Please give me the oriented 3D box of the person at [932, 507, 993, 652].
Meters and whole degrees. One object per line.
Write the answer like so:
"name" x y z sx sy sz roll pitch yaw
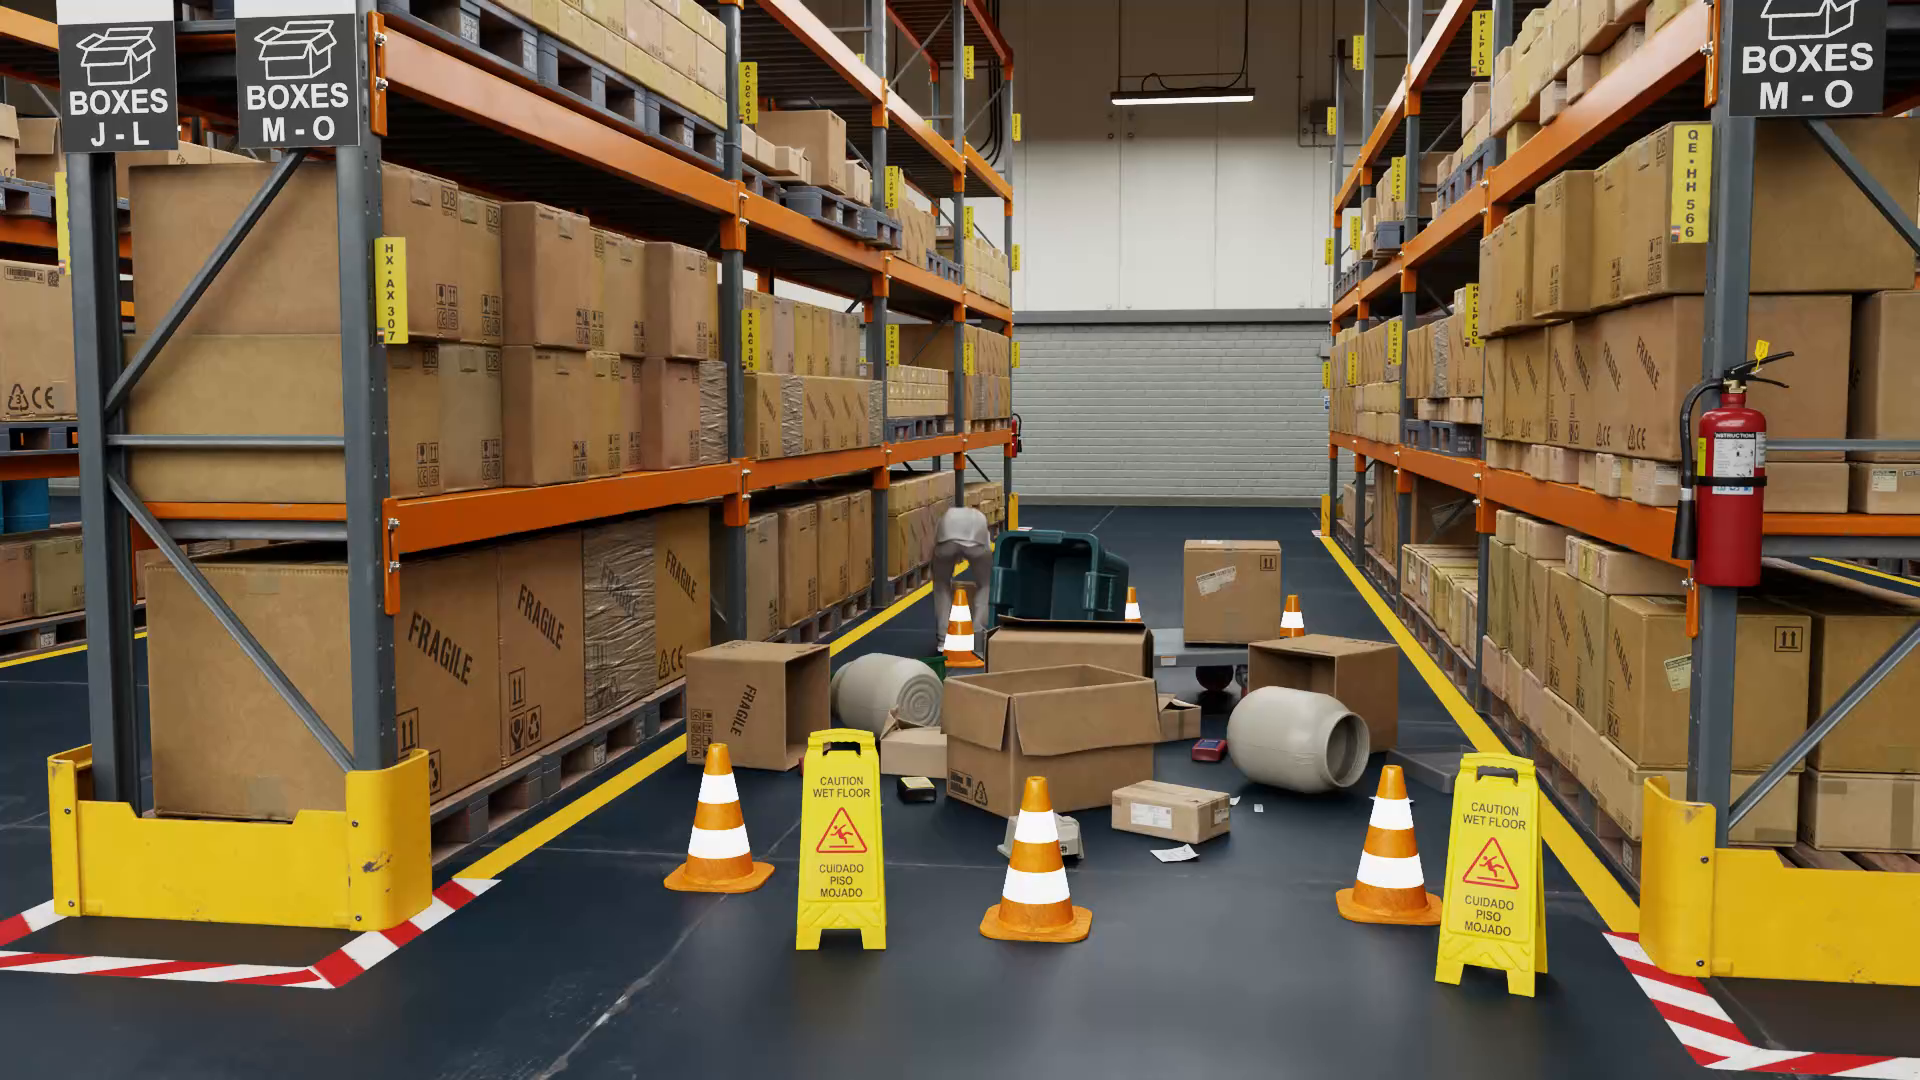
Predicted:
"person" 0.031 0.249 11.039 0.410 0.952 0.864 0 5 5
